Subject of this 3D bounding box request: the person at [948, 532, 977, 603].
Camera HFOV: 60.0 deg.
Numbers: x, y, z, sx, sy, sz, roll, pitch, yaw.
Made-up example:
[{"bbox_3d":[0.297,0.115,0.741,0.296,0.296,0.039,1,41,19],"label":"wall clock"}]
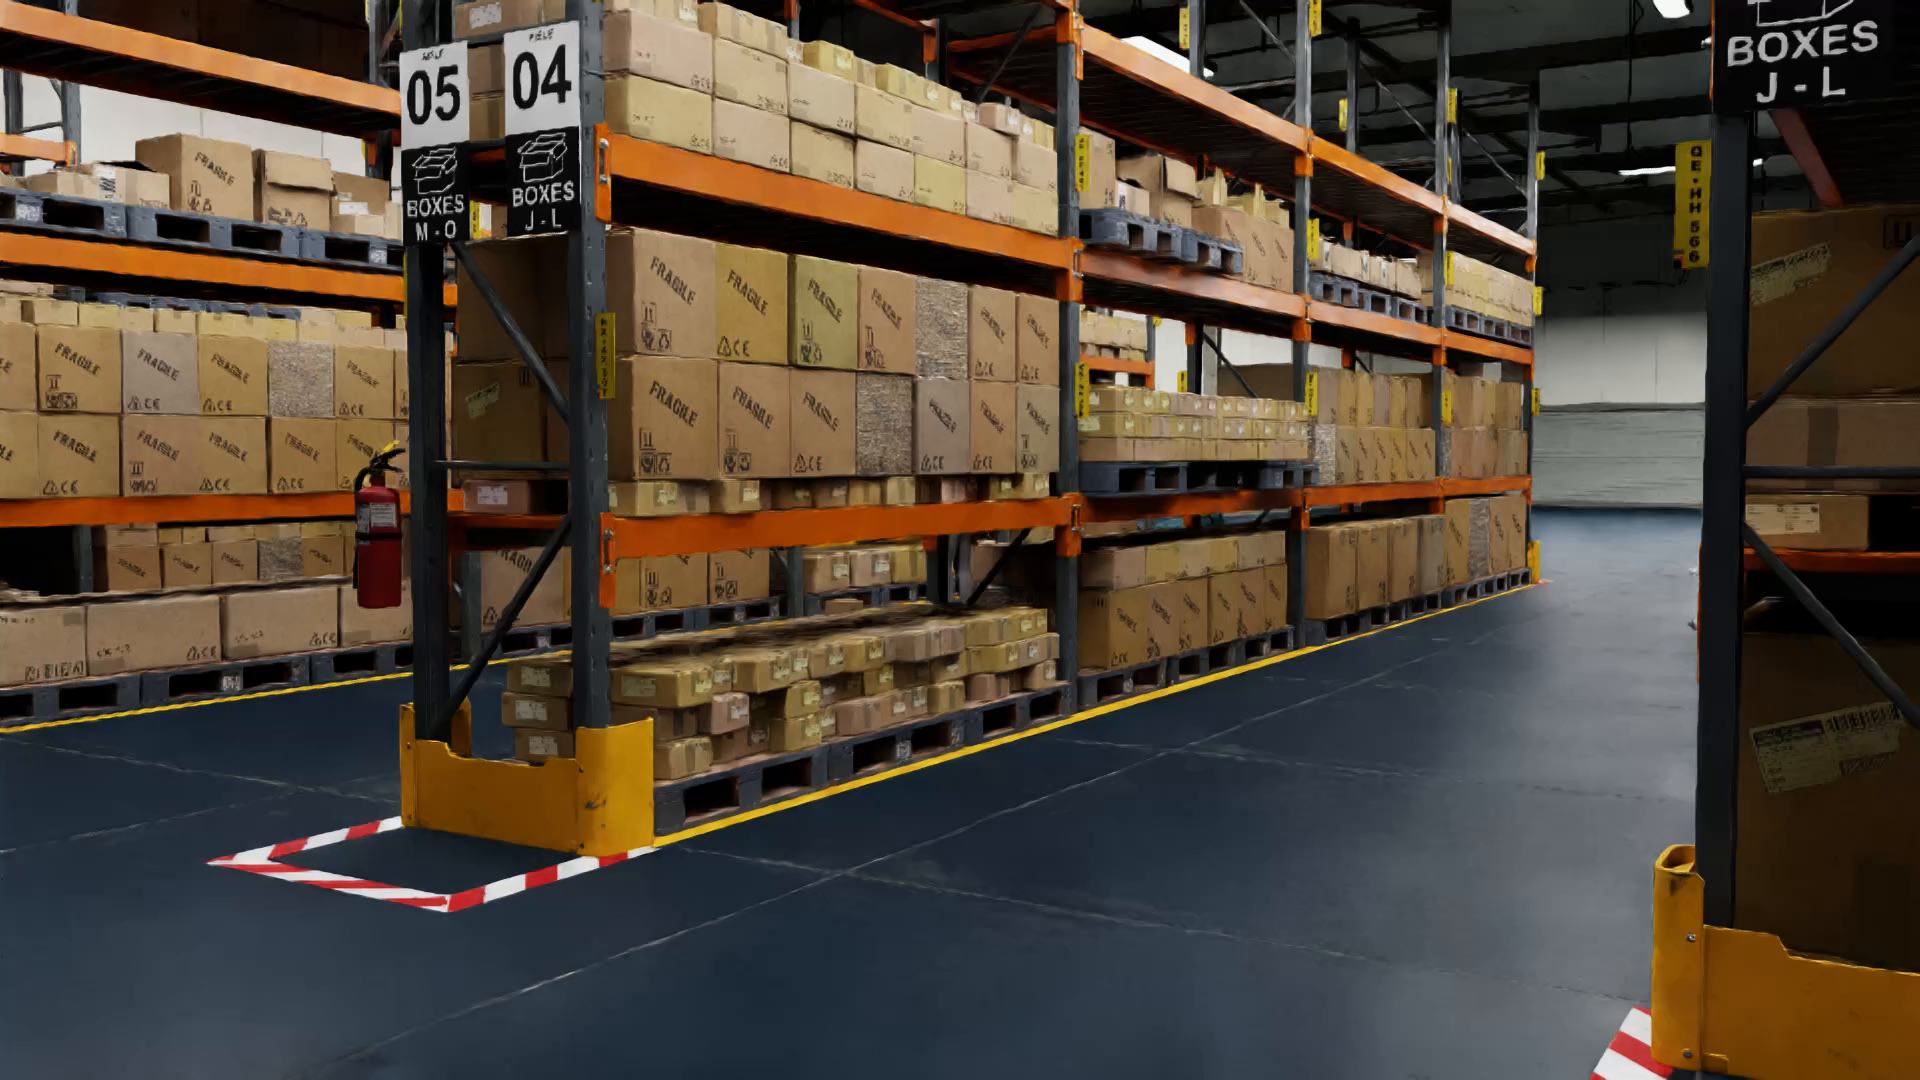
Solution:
[{"bbox_3d":[-0.080,-0.090,15.291,0.384,1.685,0.556,2,4,38],"label":"person"}]
